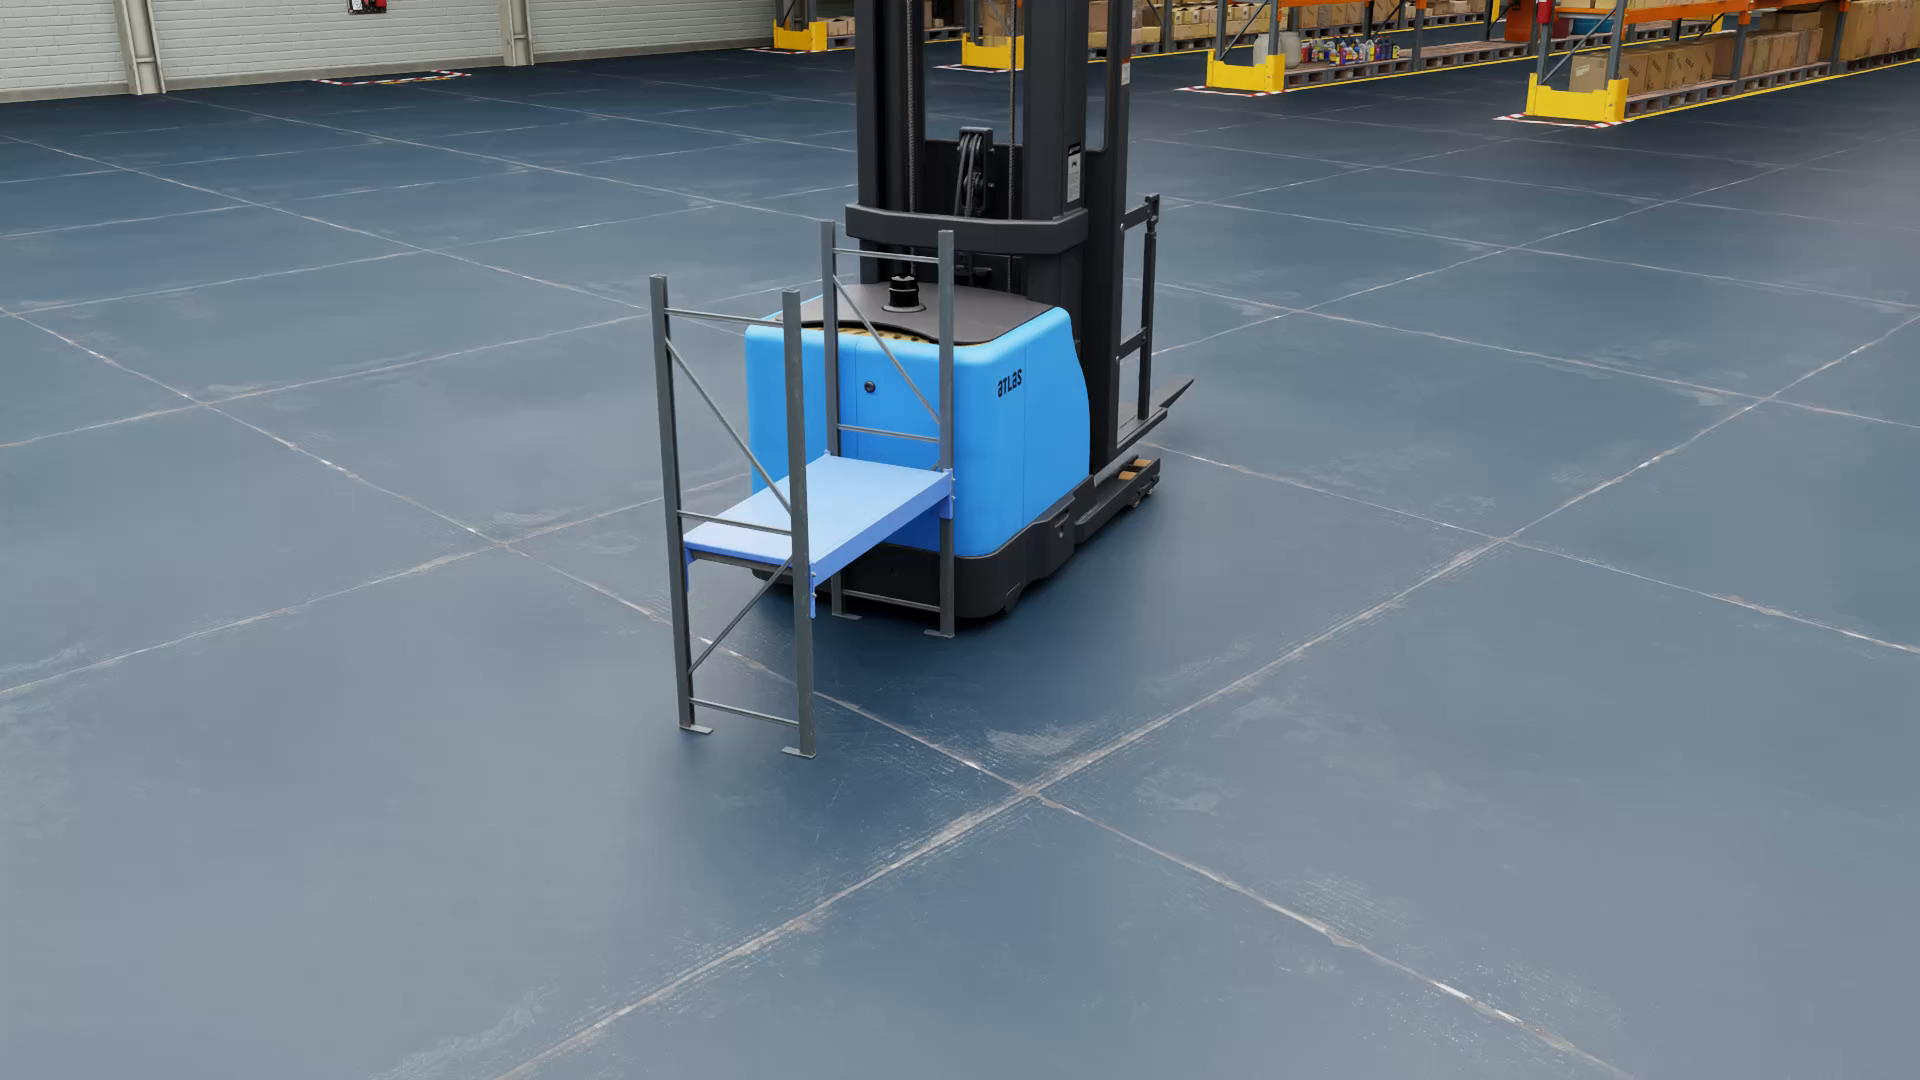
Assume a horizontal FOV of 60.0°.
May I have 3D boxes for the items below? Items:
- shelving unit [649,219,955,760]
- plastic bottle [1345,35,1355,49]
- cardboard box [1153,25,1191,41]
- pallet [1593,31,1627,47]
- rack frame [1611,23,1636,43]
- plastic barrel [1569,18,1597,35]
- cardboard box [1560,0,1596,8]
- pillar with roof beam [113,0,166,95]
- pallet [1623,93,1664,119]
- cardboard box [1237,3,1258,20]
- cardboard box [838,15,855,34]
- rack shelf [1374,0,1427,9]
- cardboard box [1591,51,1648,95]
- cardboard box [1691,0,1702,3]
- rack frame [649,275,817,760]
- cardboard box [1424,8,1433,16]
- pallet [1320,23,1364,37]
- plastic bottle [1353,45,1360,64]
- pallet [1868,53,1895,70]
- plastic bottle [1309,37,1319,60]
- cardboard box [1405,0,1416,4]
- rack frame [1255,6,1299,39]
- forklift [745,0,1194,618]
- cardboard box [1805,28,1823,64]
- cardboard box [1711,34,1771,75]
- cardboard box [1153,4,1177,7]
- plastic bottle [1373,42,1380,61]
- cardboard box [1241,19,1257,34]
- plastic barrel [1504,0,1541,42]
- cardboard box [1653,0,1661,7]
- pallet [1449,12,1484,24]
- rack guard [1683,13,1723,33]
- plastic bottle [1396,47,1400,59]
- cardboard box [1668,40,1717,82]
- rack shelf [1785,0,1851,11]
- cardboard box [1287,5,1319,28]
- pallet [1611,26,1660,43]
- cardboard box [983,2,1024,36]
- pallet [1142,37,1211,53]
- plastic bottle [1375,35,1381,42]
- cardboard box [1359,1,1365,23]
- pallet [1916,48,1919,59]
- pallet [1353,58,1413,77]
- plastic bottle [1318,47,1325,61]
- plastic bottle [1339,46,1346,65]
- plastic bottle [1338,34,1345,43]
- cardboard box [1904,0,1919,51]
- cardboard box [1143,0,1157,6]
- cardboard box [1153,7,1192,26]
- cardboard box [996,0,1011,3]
[{"bbox_3d":[-0.471,-0.212,5.536,0.538,1.500,1.048,10,23,24],"label":"shelving unit"},{"bbox_3d":[6.143,-7.790,26.241,0.144,0.351,0.185,19,28,41],"label":"plastic bottle"},{"bbox_3d":[3.813,-9.156,29.962,0.500,0.250,0.500,18,28,39],"label":"cardboard box"},{"bbox_3d":[11.913,-9.528,31.569,1.003,0.211,1.213,19,28,41],"label":"pallet"},{"bbox_3d":[12.481,-11.017,31.558,1.000,3.000,0.127,19,28,41],"label":"rack frame"},{"bbox_3d":[11.595,-9.916,31.033,0.600,0.901,0.708,19,28,41],"label":"plastic barrel"},{"bbox_3d":[7.709,-6.701,20.678,0.380,0.149,0.250,19,28,41],"label":"cardboard box"},{"bbox_3d":[-8.407,-9.447,19.110,9.100,9.000,0.400,19,28,41],"label":"pillar with roof beam"},{"bbox_3d":[8.304,-5.611,21.379,1.003,0.211,1.213,19,28,41],"label":"pallet"},{"bbox_3d":[5.243,-9.944,31.230,0.500,0.311,0.500,19,28,40],"label":"cardboard box"},{"bbox_3d":[-2.044,-9.665,31.173,0.500,0.311,0.500,-17,27,-38],"label":"cardboard box"},{"bbox_3d":[8.295,-9.139,27.674,1.077,0.370,4.000,19,28,41],"label":"rack shelf"},{"bbox_3d":[8.499,-6.041,21.509,0.500,0.500,0.500,-12,24,-28],"label":"cardboard box"},{"bbox_3d":[9.453,-7.093,21.699,0.380,0.149,0.250,19,28,41],"label":"cardboard box"},{"bbox_3d":[-0.689,-0.047,5.107,0.500,1.500,0.032,10,23,24],"label":"rack frame"},{"bbox_3d":[9.979,-11.420,35.940,0.380,0.166,0.250,19,28,41],"label":"cardboard box"},{"bbox_3d":[7.543,-10.423,33.898,1.003,0.211,1.213,19,28,41],"label":"pallet"},{"bbox_3d":[6.048,-7.419,25.384,0.097,0.271,0.097,0,21,0],"label":"plastic bottle"},{"bbox_3d":[14.694,-7.944,27.448,1.003,0.211,1.213,19,28,41],"label":"pallet"},{"bbox_3d":[5.482,-7.621,25.799,0.185,0.351,0.144,-19,28,-40],"label":"plastic bottle"},{"bbox_3d":[9.652,-11.619,36.257,0.500,0.311,0.500,19,28,41],"label":"cardboard box"},{"bbox_3d":[6.144,-11.230,32.111,1.000,3.000,0.127,19,28,41],"label":"rack frame"},{"bbox_3d":[0.267,-1.570,7.075,1.130,2.935,3.031,10,23,24],"label":"forklift"},{"bbox_3d":[12.786,-7.611,25.566,0.700,0.500,0.500,17,27,38],"label":"cardboard box"},{"bbox_3d":[11.239,-7.030,24.055,0.700,0.500,0.500,19,28,40],"label":"cardboard box"},{"bbox_3d":[3.789,-9.687,30.563,0.500,0.311,0.500,-19,28,-41],"label":"cardboard box"},{"bbox_3d":[6.440,-7.559,25.733,0.133,0.283,0.061,-18,27,-39],"label":"plastic bottle"},{"bbox_3d":[5.242,-9.684,31.337,0.500,0.250,0.500,-19,28,-41],"label":"cardboard box"},{"bbox_3d":[10.020,-9.302,29.535,0.600,0.830,0.708,19,28,41],"label":"plastic barrel"},{"bbox_3d":[8.561,-6.779,20.881,0.380,0.149,0.250,19,28,41],"label":"cardboard box"},{"bbox_3d":[11.117,-11.760,37.377,1.003,0.211,1.213,19,28,41],"label":"pallet"},{"bbox_3d":[15.279,-10.888,34.706,1.175,0.500,0.348,19,28,41],"label":"rack guard"},{"bbox_3d":[6.870,-7.689,26.185,0.097,0.201,0.097,0,21,0],"label":"plastic bottle"},{"bbox_3d":[10.141,-6.658,23.114,0.500,0.500,0.500,18,28,39],"label":"cardboard box"},{"bbox_3d":[14.634,-8.928,27.124,1.077,0.370,4.000,19,28,41],"label":"rack shelf"},{"bbox_3d":[6.666,-10.314,32.599,0.500,0.500,0.500,-19,28,-40],"label":"cardboard box"},{"bbox_3d":[12.966,-9.915,32.575,1.003,0.211,1.213,19,28,41],"label":"pallet"},{"bbox_3d":[0.724,-8.648,27.596,0.500,0.500,0.500,19,28,41],"label":"cardboard box"},{"bbox_3d":[3.840,-9.099,30.454,1.003,0.211,1.213,19,28,41],"label":"pallet"},{"bbox_3d":[6.554,-7.728,26.080,0.144,0.351,0.185,19,28,41],"label":"plastic bottle"},{"bbox_3d":[8.095,-10.844,33.979,0.500,0.500,0.500,20,29,41],"label":"cardboard box"},{"bbox_3d":[16.616,-8.652,29.291,1.003,0.211,1.213,19,28,41],"label":"pallet"},{"bbox_3d":[6.402,-7.497,26.286,1.003,0.211,1.213,19,28,41],"label":"pallet"},{"bbox_3d":[5.599,-7.532,25.777,0.097,0.201,0.097,0,21,0],"label":"plastic bottle"},{"bbox_3d":[5.769,-7.312,25.090,0.133,0.283,0.061,-20,28,-41],"label":"plastic bottle"},{"bbox_3d":[6.040,-7.826,26.334,0.185,0.351,0.144,-19,28,-41],"label":"plastic bottle"},{"bbox_3d":[15.598,-8.813,28.198,1.225,0.875,0.875,19,28,41],"label":"cardboard box"},{"bbox_3d":[3.815,-12.041,36.632,0.750,0.750,0.750,19,28,40],"label":"cardboard box"},{"bbox_3d":[3.821,-9.420,29.867,0.500,0.311,0.500,19,28,41],"label":"cardboard box"},{"bbox_3d":[0.628,-10.818,33.910,0.700,0.500,0.500,19,28,40],"label":"cardboard box"}]
